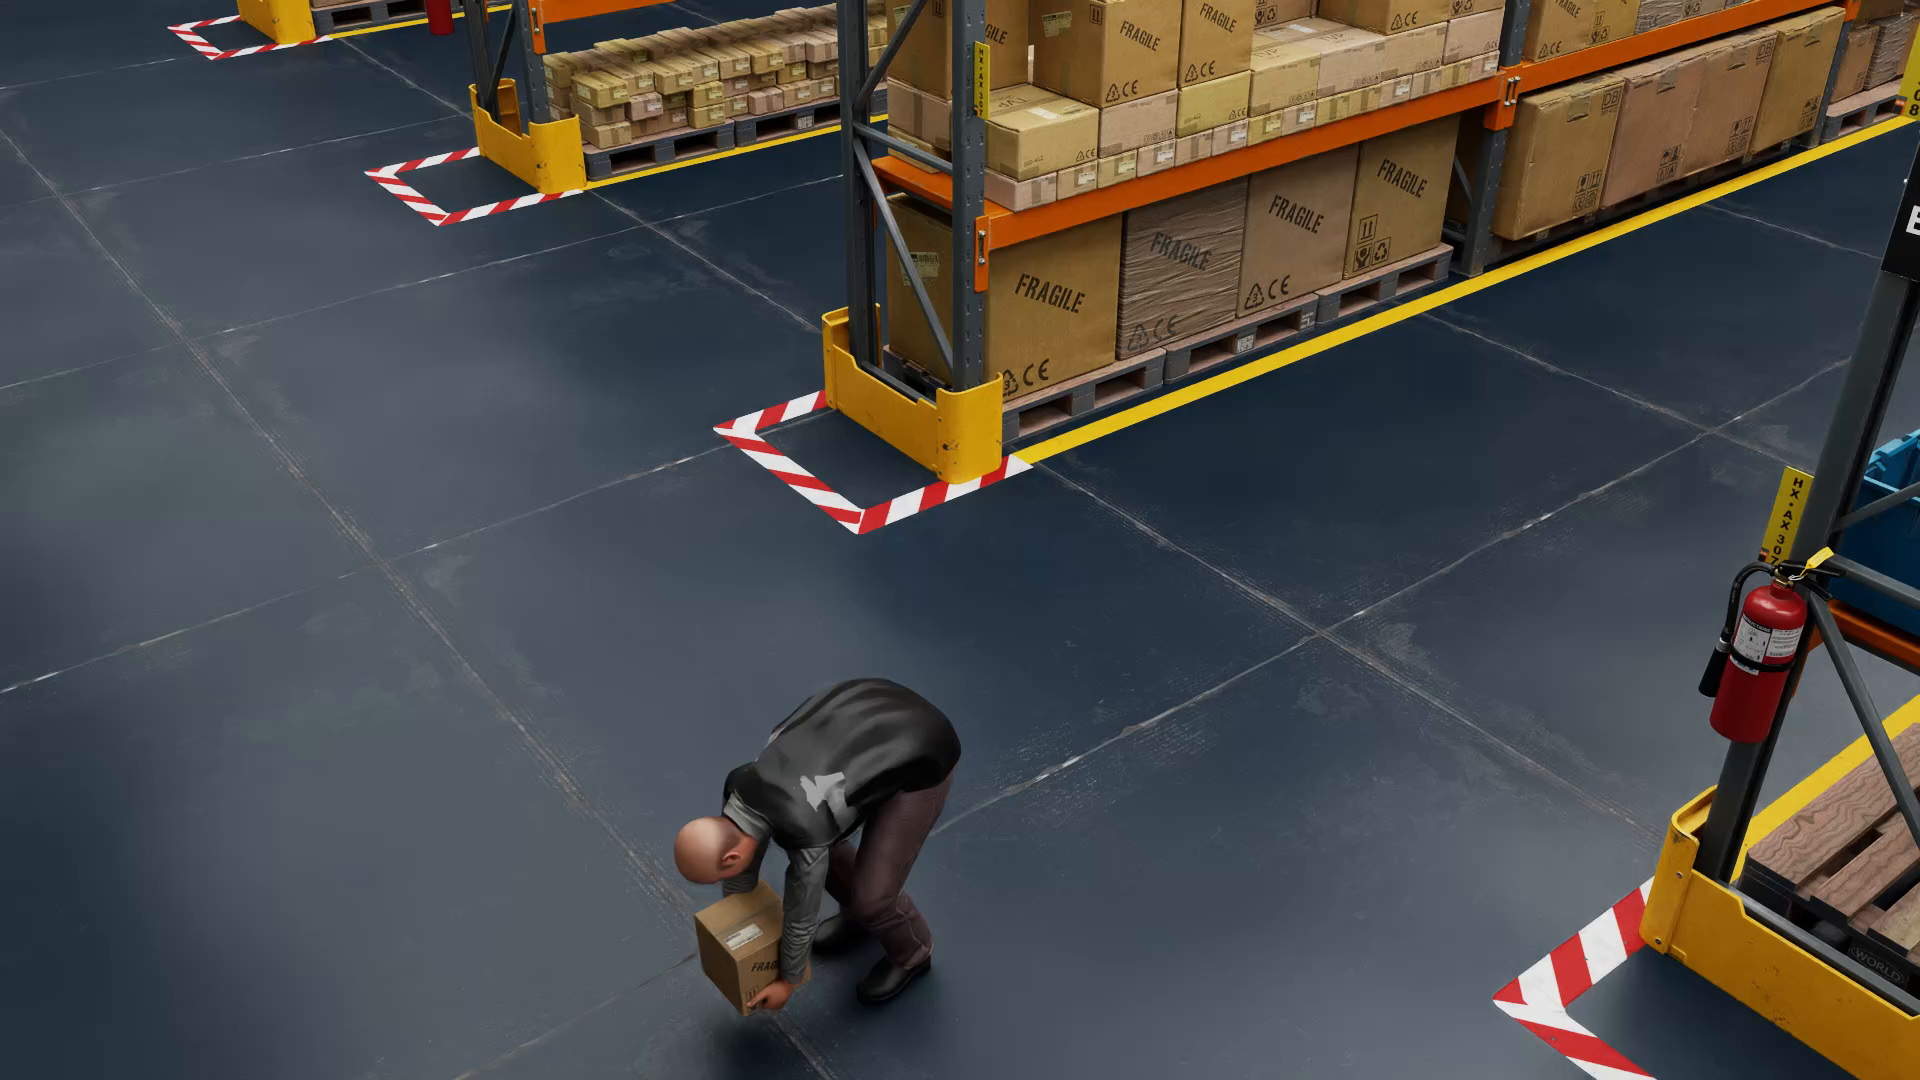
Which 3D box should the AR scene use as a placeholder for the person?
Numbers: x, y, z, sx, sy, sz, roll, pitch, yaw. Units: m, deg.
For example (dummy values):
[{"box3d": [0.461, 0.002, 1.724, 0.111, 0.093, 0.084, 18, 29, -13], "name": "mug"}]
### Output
[{"box3d": [-0.446, 1.008, 5.172, 0.961, 1.057, 0.480, -24, 39, -33], "name": "person"}]
